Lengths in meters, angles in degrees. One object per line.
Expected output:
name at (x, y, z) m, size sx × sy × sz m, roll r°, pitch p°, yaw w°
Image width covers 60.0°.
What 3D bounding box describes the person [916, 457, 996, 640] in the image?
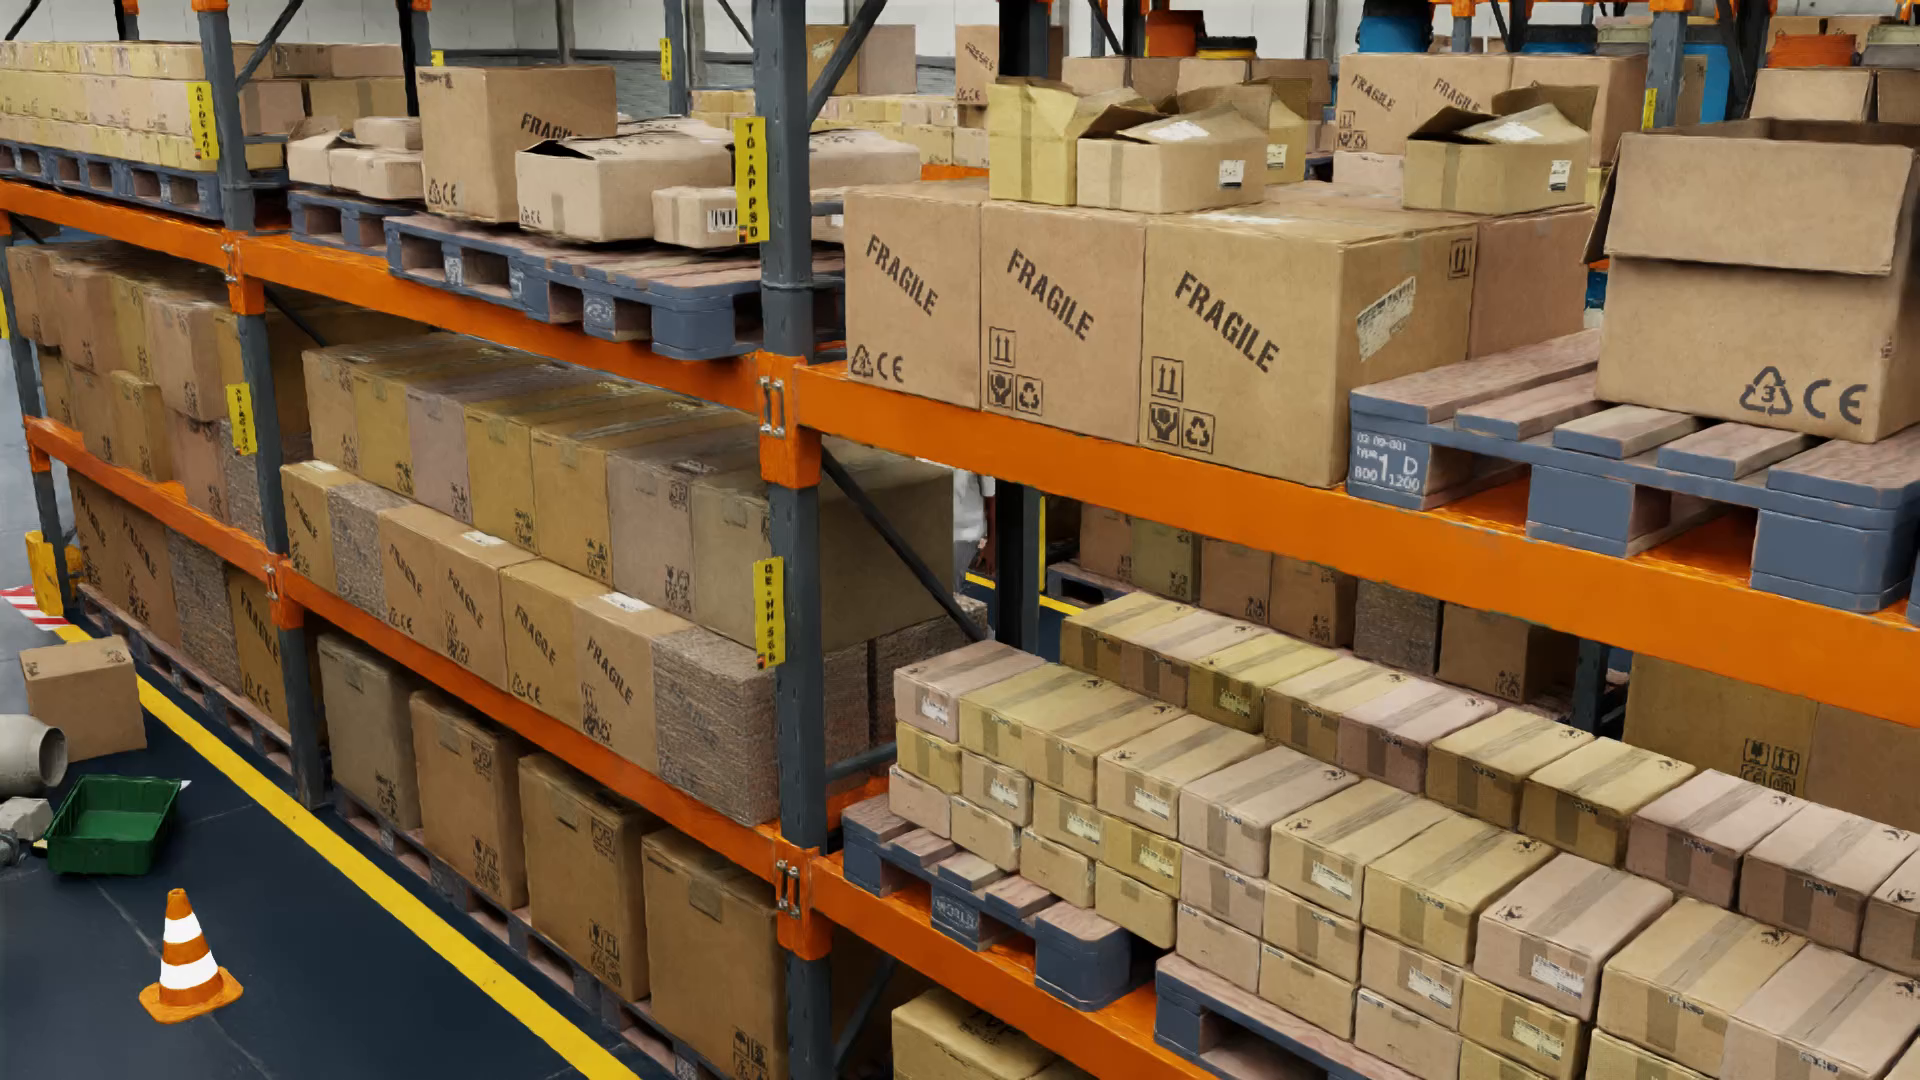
person at (-0.102, -0.047, 9.689) m, size 0.523 × 1.733 × 0.680 m, roll -15°, pitch 23°, yaw -40°
